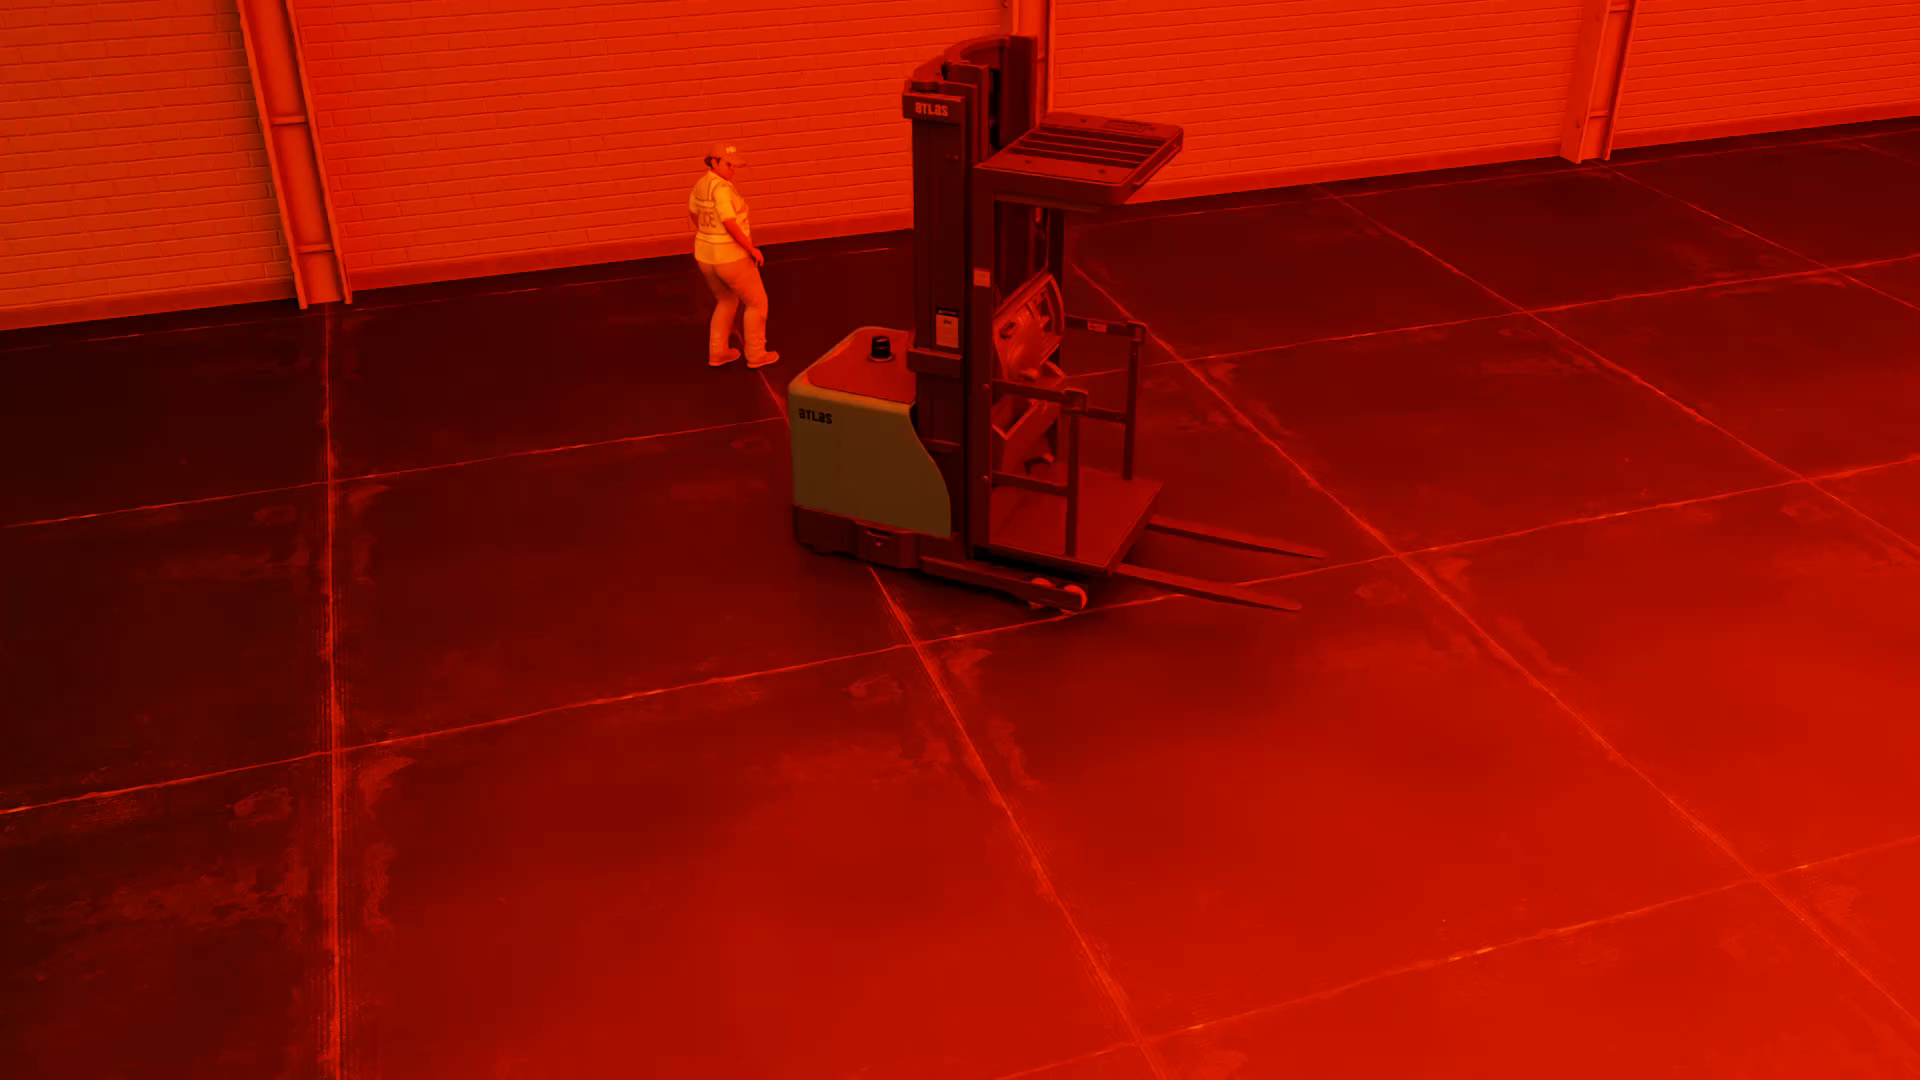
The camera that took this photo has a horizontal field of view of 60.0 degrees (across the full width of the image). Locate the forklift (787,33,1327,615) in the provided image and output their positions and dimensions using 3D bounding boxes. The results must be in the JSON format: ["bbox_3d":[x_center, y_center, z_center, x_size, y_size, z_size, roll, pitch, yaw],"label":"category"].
[{"bbox_3d":[0.564,-1.152,9.089,3.031,2.935,1.130,12,32,20],"label":"forklift"}]

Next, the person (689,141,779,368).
[{"bbox_3d":[-1.656,-2.039,11.937,0.512,1.641,0.673,-25,38,-37],"label":"person"}]
